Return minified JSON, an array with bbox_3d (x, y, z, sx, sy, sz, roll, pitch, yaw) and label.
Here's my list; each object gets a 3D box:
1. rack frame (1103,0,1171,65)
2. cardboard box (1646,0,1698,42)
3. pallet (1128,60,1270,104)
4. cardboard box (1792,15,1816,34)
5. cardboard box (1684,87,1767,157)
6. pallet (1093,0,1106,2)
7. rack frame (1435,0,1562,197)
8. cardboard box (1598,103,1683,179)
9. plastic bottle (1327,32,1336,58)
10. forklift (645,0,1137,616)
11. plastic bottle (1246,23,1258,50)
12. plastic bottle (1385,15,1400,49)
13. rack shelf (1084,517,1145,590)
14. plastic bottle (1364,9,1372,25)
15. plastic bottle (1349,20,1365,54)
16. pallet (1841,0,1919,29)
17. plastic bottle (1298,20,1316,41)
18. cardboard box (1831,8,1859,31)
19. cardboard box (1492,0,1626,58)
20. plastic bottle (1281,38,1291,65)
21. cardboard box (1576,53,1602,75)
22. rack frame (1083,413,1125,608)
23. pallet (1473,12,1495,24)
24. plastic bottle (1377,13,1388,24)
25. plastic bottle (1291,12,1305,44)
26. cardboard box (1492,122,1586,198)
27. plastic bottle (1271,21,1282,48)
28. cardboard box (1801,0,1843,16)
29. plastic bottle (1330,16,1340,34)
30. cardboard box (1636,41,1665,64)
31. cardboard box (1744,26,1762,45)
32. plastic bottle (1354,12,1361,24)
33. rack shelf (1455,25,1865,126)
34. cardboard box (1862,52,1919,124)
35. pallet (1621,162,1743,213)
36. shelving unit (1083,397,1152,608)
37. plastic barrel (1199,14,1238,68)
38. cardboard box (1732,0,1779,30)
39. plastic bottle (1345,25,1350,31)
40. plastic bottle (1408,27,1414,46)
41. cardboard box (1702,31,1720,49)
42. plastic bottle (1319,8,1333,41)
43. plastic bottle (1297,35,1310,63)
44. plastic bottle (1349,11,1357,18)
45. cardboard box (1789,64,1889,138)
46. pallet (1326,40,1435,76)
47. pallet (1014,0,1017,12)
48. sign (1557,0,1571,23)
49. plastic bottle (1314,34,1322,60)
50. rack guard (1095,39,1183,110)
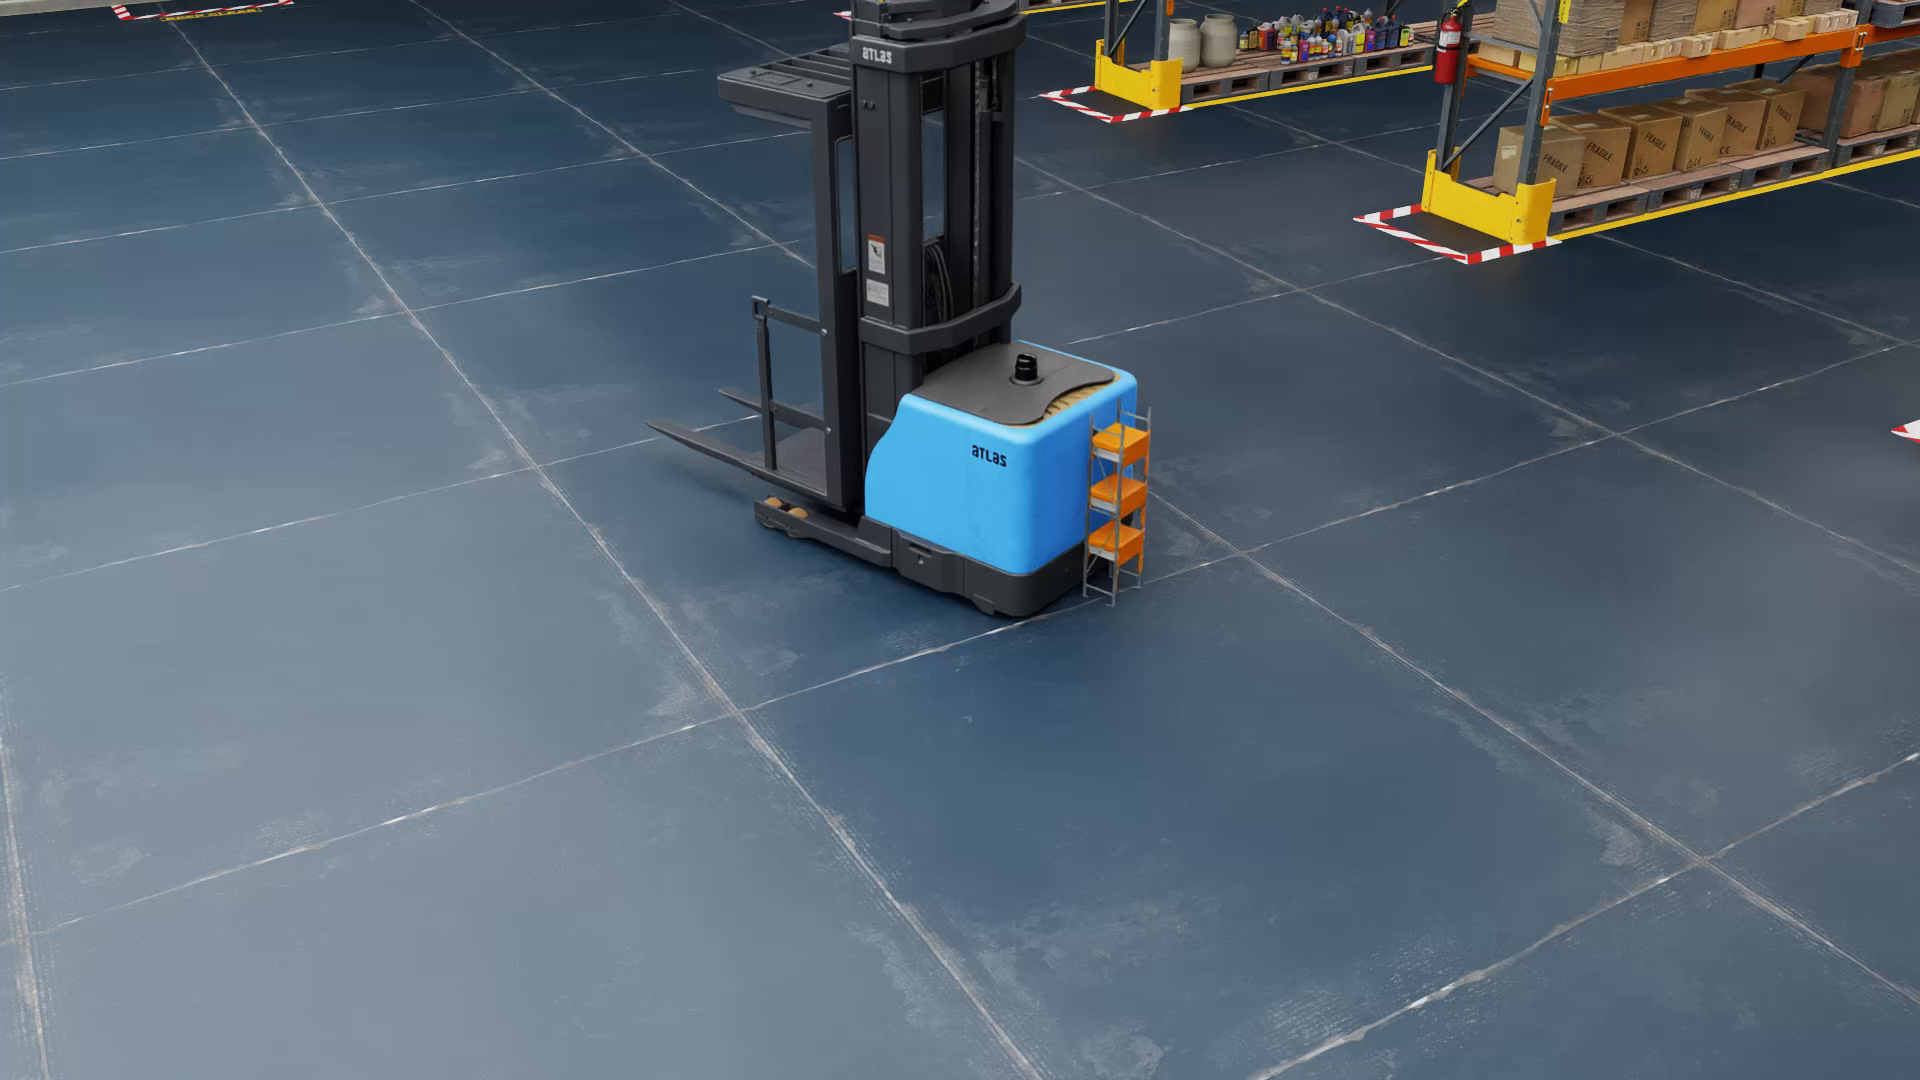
[{"bbox_3d":[1.855,-6.045,17.099,0.127,3.000,1.000,-16,33,-26],"label":"rack frame"},{"bbox_3d":[5.676,-4.556,13.989,0.500,0.500,0.875,-16,33,-26],"label":"cardboard box"},{"bbox_3d":[2.600,-5.059,18.198,1.213,0.211,1.003,-16,33,-26],"label":"pallet"},{"bbox_3d":[7.310,-4.582,14.709,0.250,0.149,0.380,-16,33,-26],"label":"cardboard box"},{"bbox_3d":[6.958,-3.826,15.230,0.500,0.500,0.500,-6,29,-11],"label":"cardboard box"},{"bbox_3d":[2.091,-7.690,22.967,1.213,0.211,1.003,-16,33,-26],"label":"pallet"},{"bbox_3d":[4.364,-3.982,13.360,0.127,3.000,1.000,-16,33,-26],"label":"rack frame"},{"bbox_3d":[5.958,-3.523,14.681,0.500,0.500,0.500,-13,31,-22],"label":"cardboard box"},{"bbox_3d":[4.132,-5.515,18.507,0.097,0.271,0.097,0,29,0],"label":"plastic bottle"},{"bbox_3d":[-0.530,-1.470,8.881,3.031,2.935,1.130,21,35,34],"label":"forklift"},{"bbox_3d":[3.308,-5.717,18.860,0.133,0.283,0.061,-15,32,-25],"label":"plastic bottle"},{"bbox_3d":[4.894,-5.779,18.904,0.185,0.351,0.144,-17,33,-28],"label":"plastic bottle"},{"bbox_3d":[0.799,0.069,8.636,0.215,0.259,0.240,21,35,33],"label":"rack shelf"},{"bbox_3d":[4.807,-6.127,19.616,0.097,0.271,0.097,0,29,0],"label":"plastic bottle"},{"bbox_3d":[4.450,-5.653,18.675,0.185,0.351,0.144,-16,33,-27],"label":"plastic bottle"},{"bbox_3d":[8.546,-5.003,15.410,1.213,0.211,1.003,-16,33,-26],"label":"pallet"},{"bbox_3d":[3.965,-5.794,19.007,0.135,0.276,0.152,-16,33,-26],"label":"plastic bottle"},{"bbox_3d":[7.776,-4.676,14.878,0.250,0.149,0.380,-16,33,-26],"label":"cardboard box"},{"bbox_3d":[4.852,-4.279,13.487,0.500,0.500,0.875,-16,33,-26],"label":"cardboard box"},{"bbox_3d":[3.576,-5.357,18.221,0.097,0.271,0.097,0,29,0],"label":"plastic bottle"},{"bbox_3d":[4.956,-3.895,13.464,0.250,0.149,0.380,-16,33,-26],"label":"cardboard box"},{"bbox_3d":[0.723,-0.138,8.413,0.200,1.050,0.008,21,35,33],"label":"rack frame"},{"bbox_3d":[7.014,-6.312,20.469,1.213,0.211,1.003,-16,33,-26],"label":"pallet"},{"bbox_3d":[4.821,-5.839,19.013,0.185,0.351,0.144,-16,33,-26],"label":"plastic bottle"},{"bbox_3d":[3.868,-5.882,19.090,0.185,0.351,0.144,-16,33,-27],"label":"plastic bottle"},{"bbox_3d":[4.911,-3.217,14.127,0.500,0.500,0.500,-10,30,-17],"label":"cardboard box"},{"bbox_3d":[3.567,-5.761,18.949,0.135,0.276,0.152,-17,33,-28],"label":"plastic bottle"},{"bbox_3d":[7.394,-5.050,14.885,0.500,0.500,0.875,-16,33,-26],"label":"cardboard box"},{"bbox_3d":[4.334,-5.912,19.226,0.097,0.271,0.097,0,29,0],"label":"plastic bottle"},{"bbox_3d":[5.603,-4.078,13.795,0.250,0.149,0.380,-16,33,-26],"label":"cardboard box"},{"bbox_3d":[6.674,-4.390,14.361,0.250,0.149,0.380,-16,33,-26],"label":"cardboard box"},{"bbox_3d":[4.596,-5.997,19.369,0.133,0.283,0.061,-16,33,-26],"label":"plastic bottle"},{"bbox_3d":[6.089,-4.156,14.421,4.000,0.370,1.077,-16,33,-26],"label":"rack shelf"},{"bbox_3d":[9.256,-4.446,16.334,0.500,0.500,0.700,-19,34,-30],"label":"cardboard box"},{"bbox_3d":[6.199,-3.260,14.939,1.213,0.211,1.003,-16,33,-26],"label":"pallet"},{"bbox_3d":[0.799,-0.184,8.497,0.215,1.050,0.252,21,35,33],"label":"shelving unit"},{"bbox_3d":[2.816,-5.455,18.171,0.421,0.512,0.421,0,29,0],"label":"plastic barrel"},{"bbox_3d":[6.565,-4.778,14.392,0.500,0.500,0.875,-16,33,-26],"label":"cardboard box"},{"bbox_3d":[4.376,-5.660,18.758,0.133,0.283,0.061,-16,33,-26],"label":"plastic bottle"},{"bbox_3d":[5.149,-5.773,19.047,0.097,0.201,0.097,0,29,0],"label":"plastic bottle"},{"bbox_3d":[6.221,-4.285,14.171,0.250,0.149,0.380,-16,33,-26],"label":"cardboard box"},{"bbox_3d":[4.235,-5.986,19.278,0.185,0.351,0.144,-17,33,-28],"label":"plastic bottle"},{"bbox_3d":[3.780,-5.410,18.305,0.133,0.283,0.061,-15,32,-26],"label":"plastic bottle"},{"bbox_3d":[4.542,-6.038,19.450,0.135,0.276,0.152,-15,32,-25],"label":"plastic bottle"},{"bbox_3d":[8.353,-4.200,15.888,0.500,0.500,0.700,-19,34,-30],"label":"cardboard box"},{"bbox_3d":[4.703,-5.656,19.281,1.213,0.211,1.003,-16,33,-26],"label":"pallet"},{"bbox_3d":[-0.013,-7.093,21.884,1.213,0.211,1.003,-16,33,-26],"label":"pallet"},{"bbox_3d":[4.639,-4.135,12.742,0.005,0.325,0.100,-16,33,-26],"label":"sign"},{"bbox_3d":[3.958,-5.465,18.417,0.097,0.271,0.097,0,29,0],"label":"plastic bottle"},{"bbox_3d":[1.897,-4.989,17.772,0.348,0.500,1.175,-16,33,-26],"label":"rack guard"}]
